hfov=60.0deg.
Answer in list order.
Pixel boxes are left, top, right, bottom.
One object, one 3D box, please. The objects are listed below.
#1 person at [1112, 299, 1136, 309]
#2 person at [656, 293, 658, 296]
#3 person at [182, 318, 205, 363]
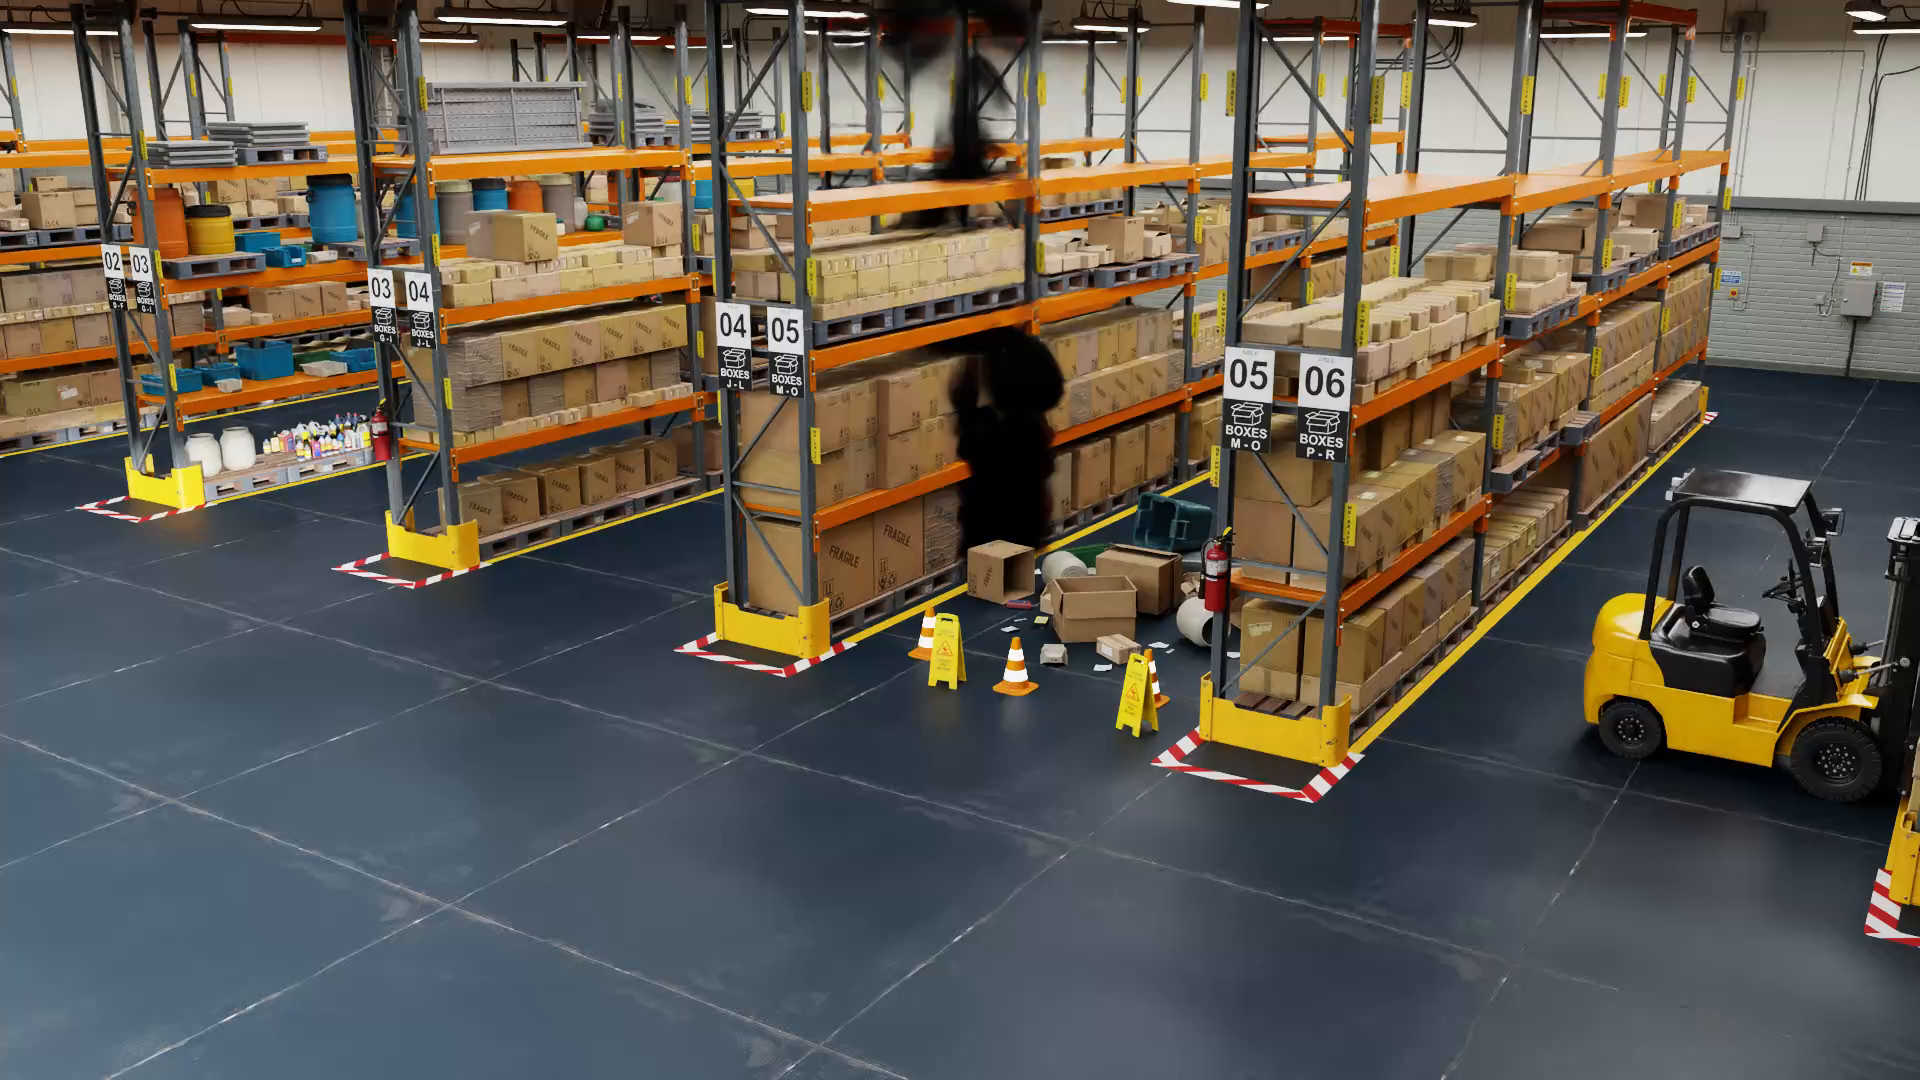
[{"bbox_3d":[2.793,-3.381,28.147,0.674,1.746,0.958,10,18,32],"label":"person"},{"bbox_3d":[-5.709,-4.500,32.189,0.646,1.725,0.609,6,17,19],"label":"person"},{"bbox_3d":[-13.043,-3.419,28.325,0.591,1.699,0.835,9,18,29],"label":"person"}]
